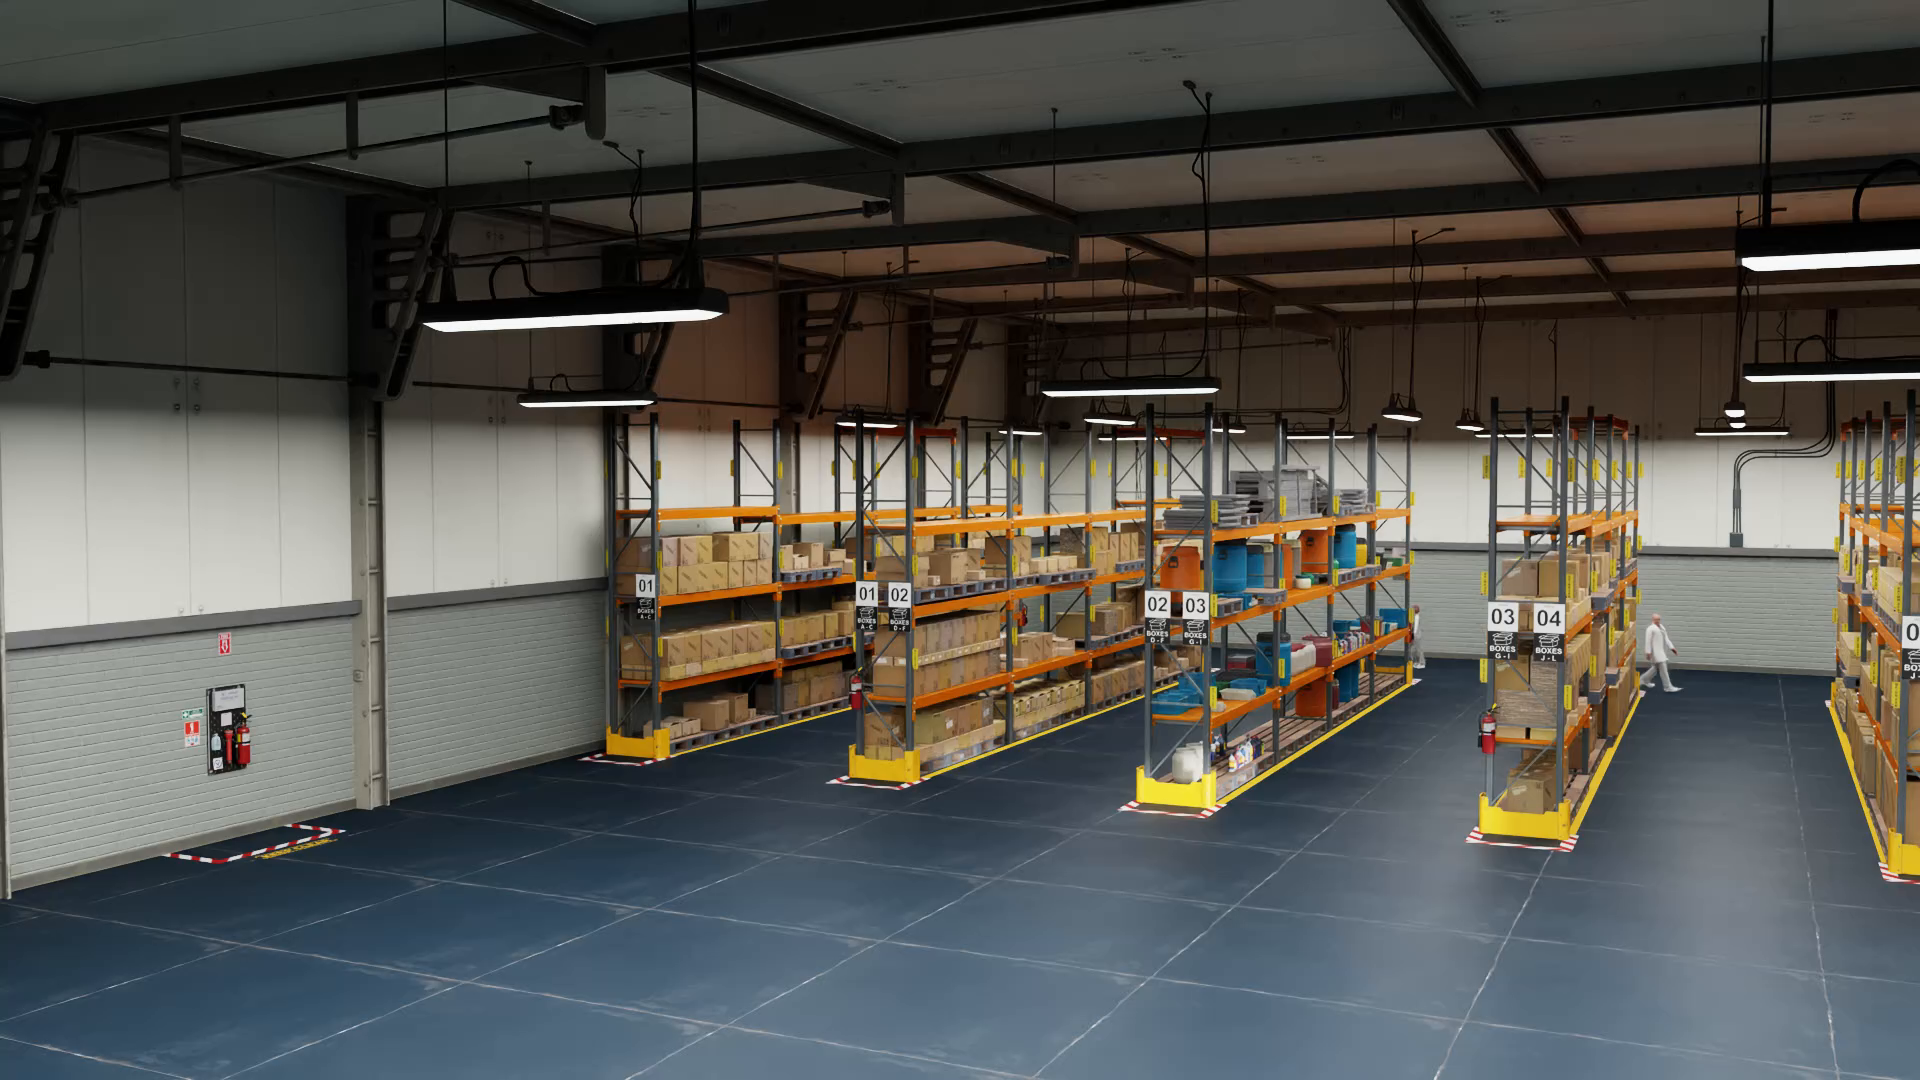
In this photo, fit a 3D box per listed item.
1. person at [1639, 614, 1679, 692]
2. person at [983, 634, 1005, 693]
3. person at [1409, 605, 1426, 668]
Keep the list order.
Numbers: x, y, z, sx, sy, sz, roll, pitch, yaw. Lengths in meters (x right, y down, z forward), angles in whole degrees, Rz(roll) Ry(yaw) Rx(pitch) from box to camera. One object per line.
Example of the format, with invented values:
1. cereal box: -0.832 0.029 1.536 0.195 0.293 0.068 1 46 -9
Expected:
1. person: 15.859 2.541 37.705 0.637 1.750 1.023 -2 3 -39
2. person: 0.744 2.630 36.485 0.487 1.649 0.755 2 3 34
3. person: 11.477 2.462 41.870 0.496 1.654 0.461 0 2 7
